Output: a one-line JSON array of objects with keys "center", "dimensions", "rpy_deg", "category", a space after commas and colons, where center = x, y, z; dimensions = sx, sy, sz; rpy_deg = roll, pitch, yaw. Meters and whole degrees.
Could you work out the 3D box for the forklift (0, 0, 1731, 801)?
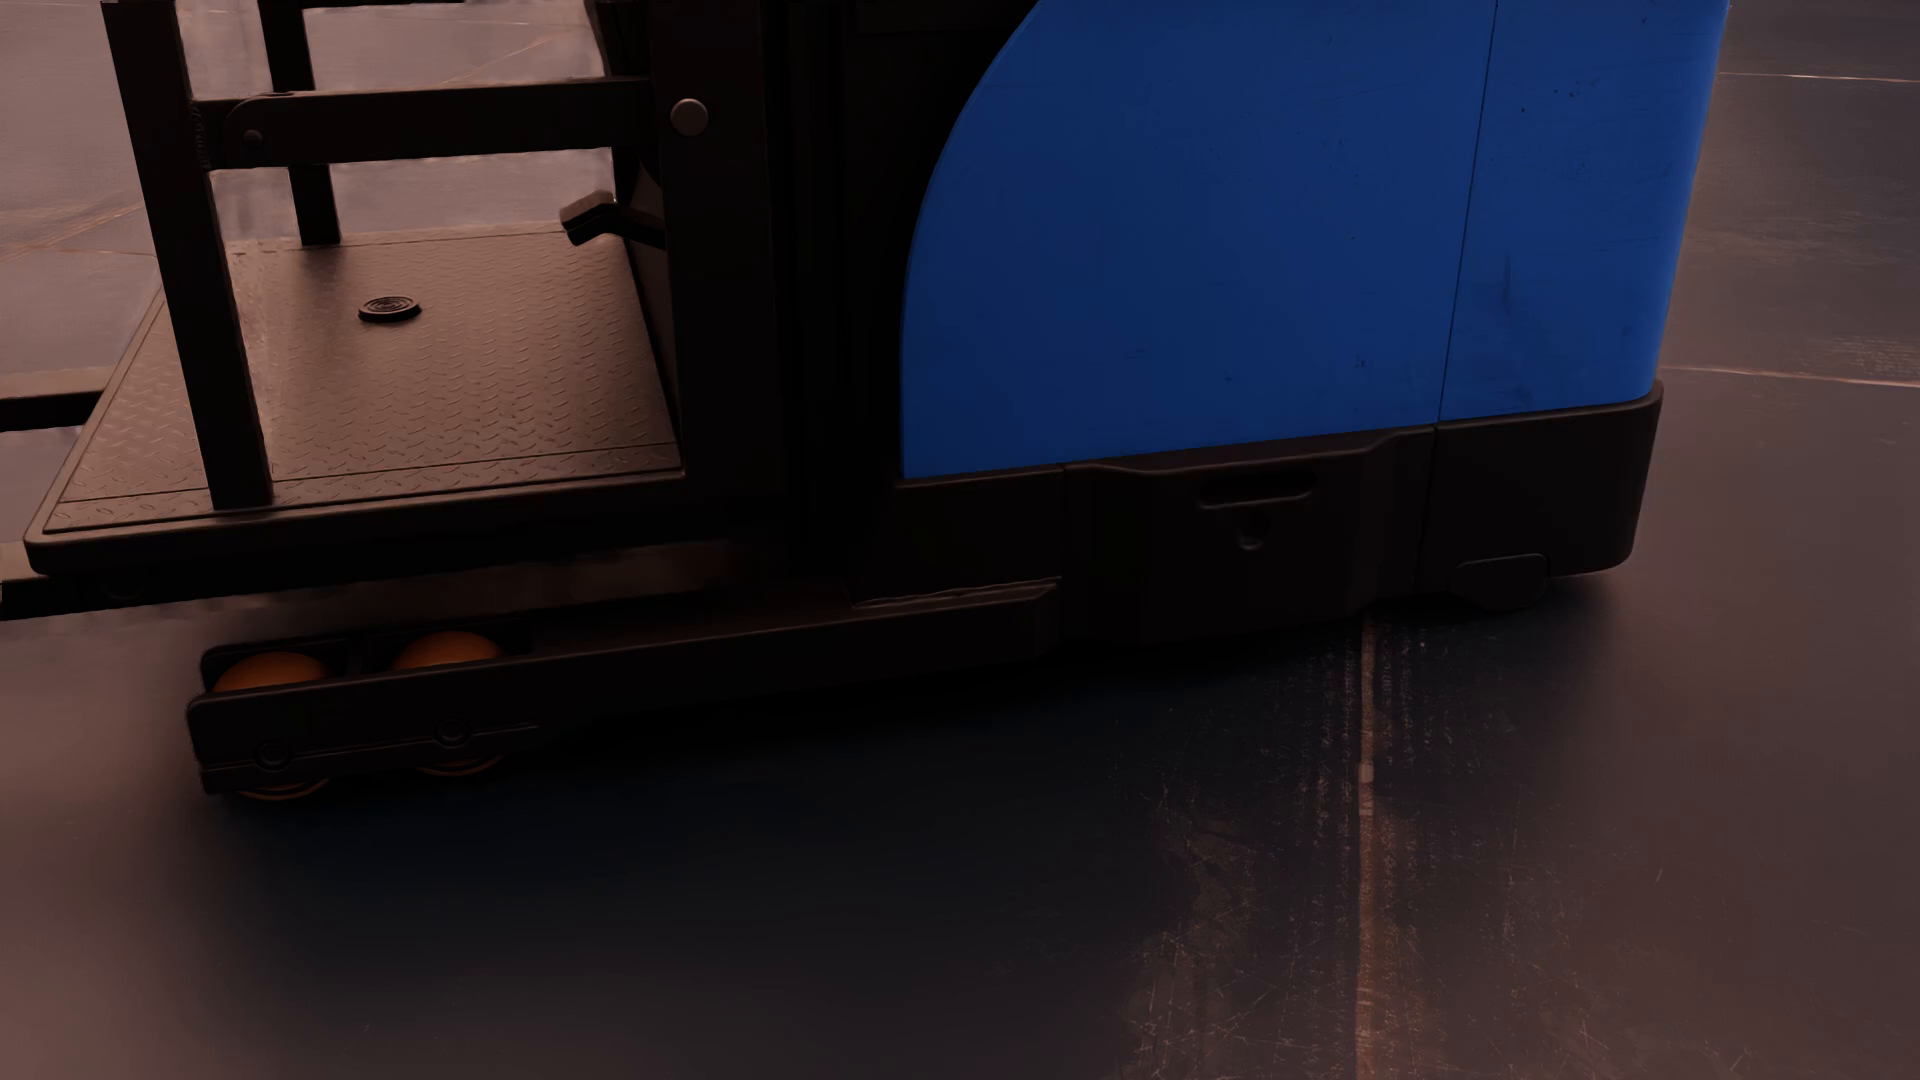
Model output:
[{"center": [-0.632, -1.273, 1.769], "dimensions": [3.031, 2.935, 1.130], "rpy_deg": [-7, 28, -13], "category": "forklift"}]
